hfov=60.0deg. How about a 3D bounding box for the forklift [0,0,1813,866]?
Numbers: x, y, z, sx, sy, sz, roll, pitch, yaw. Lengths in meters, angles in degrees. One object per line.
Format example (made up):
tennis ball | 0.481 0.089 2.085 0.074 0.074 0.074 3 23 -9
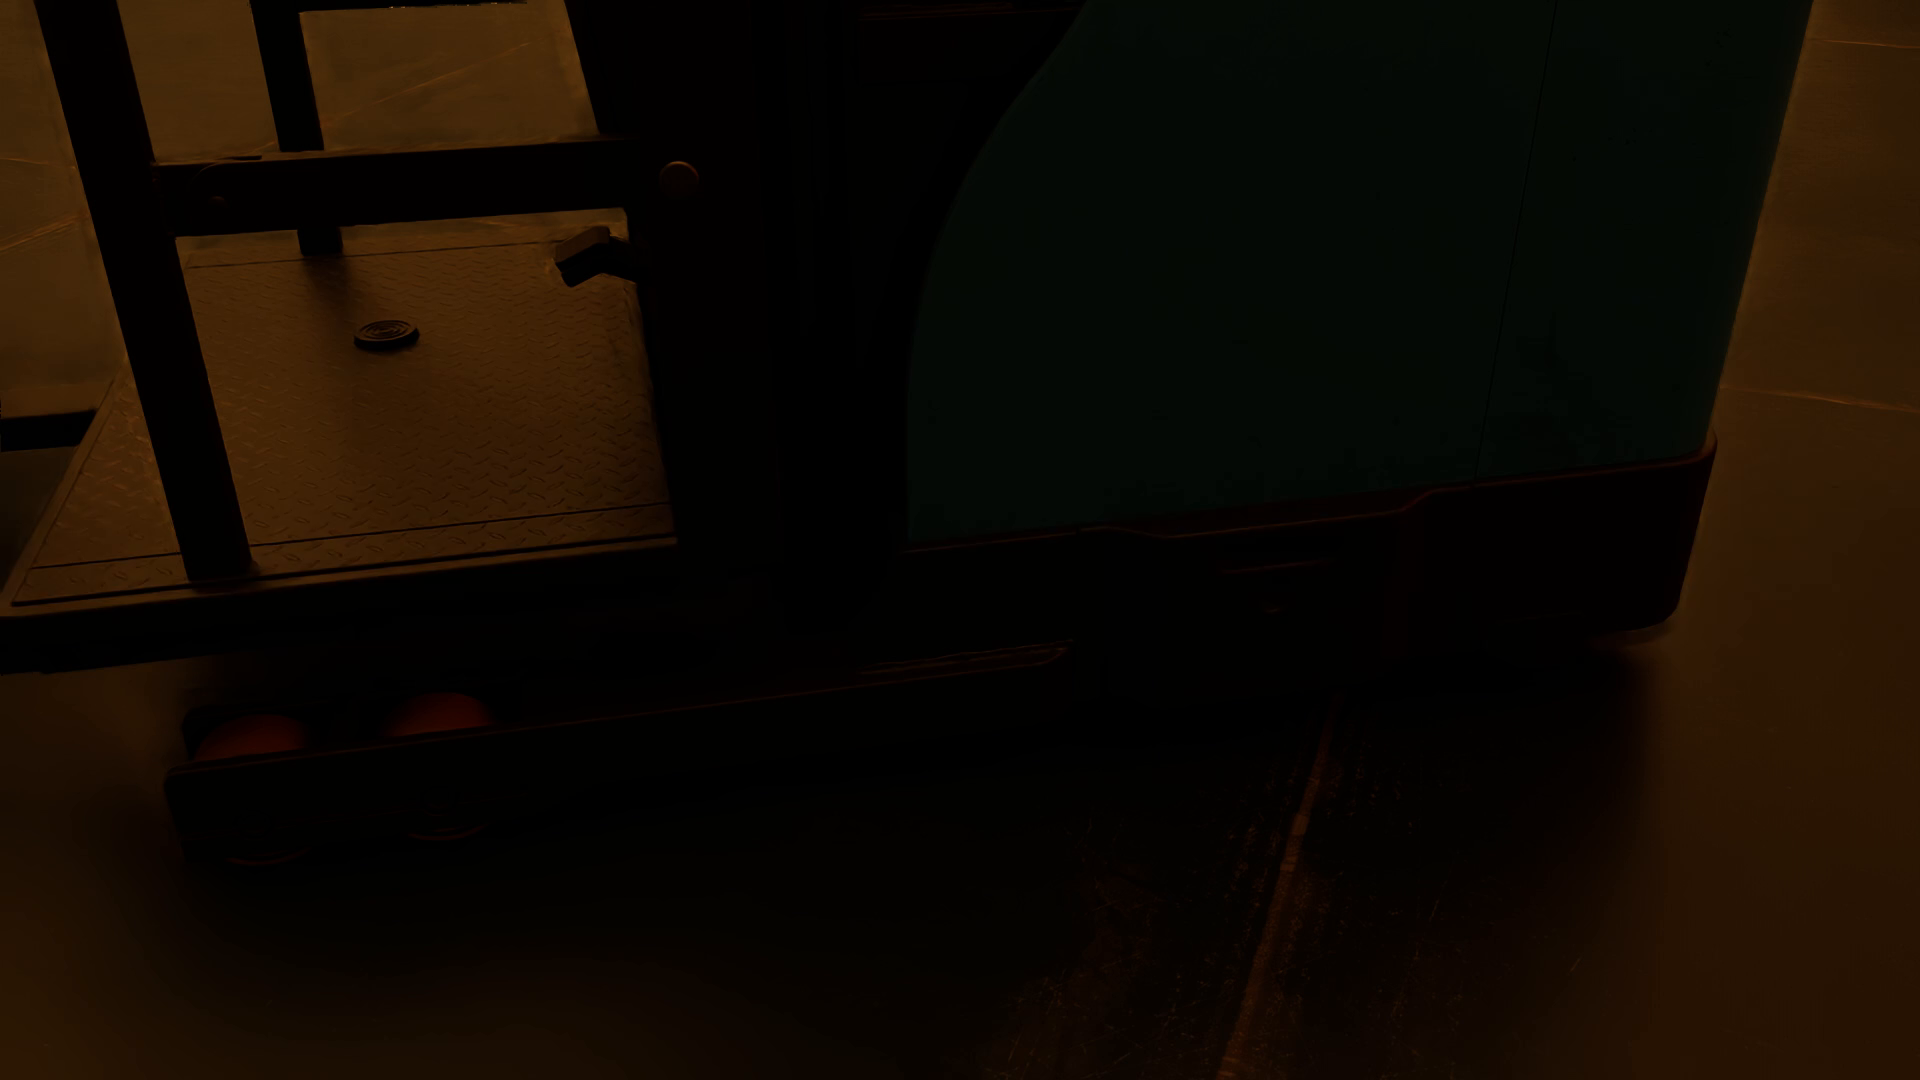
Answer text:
forklift | -0.613 -1.197 1.640 3.031 2.935 1.130 -6 30 -11
